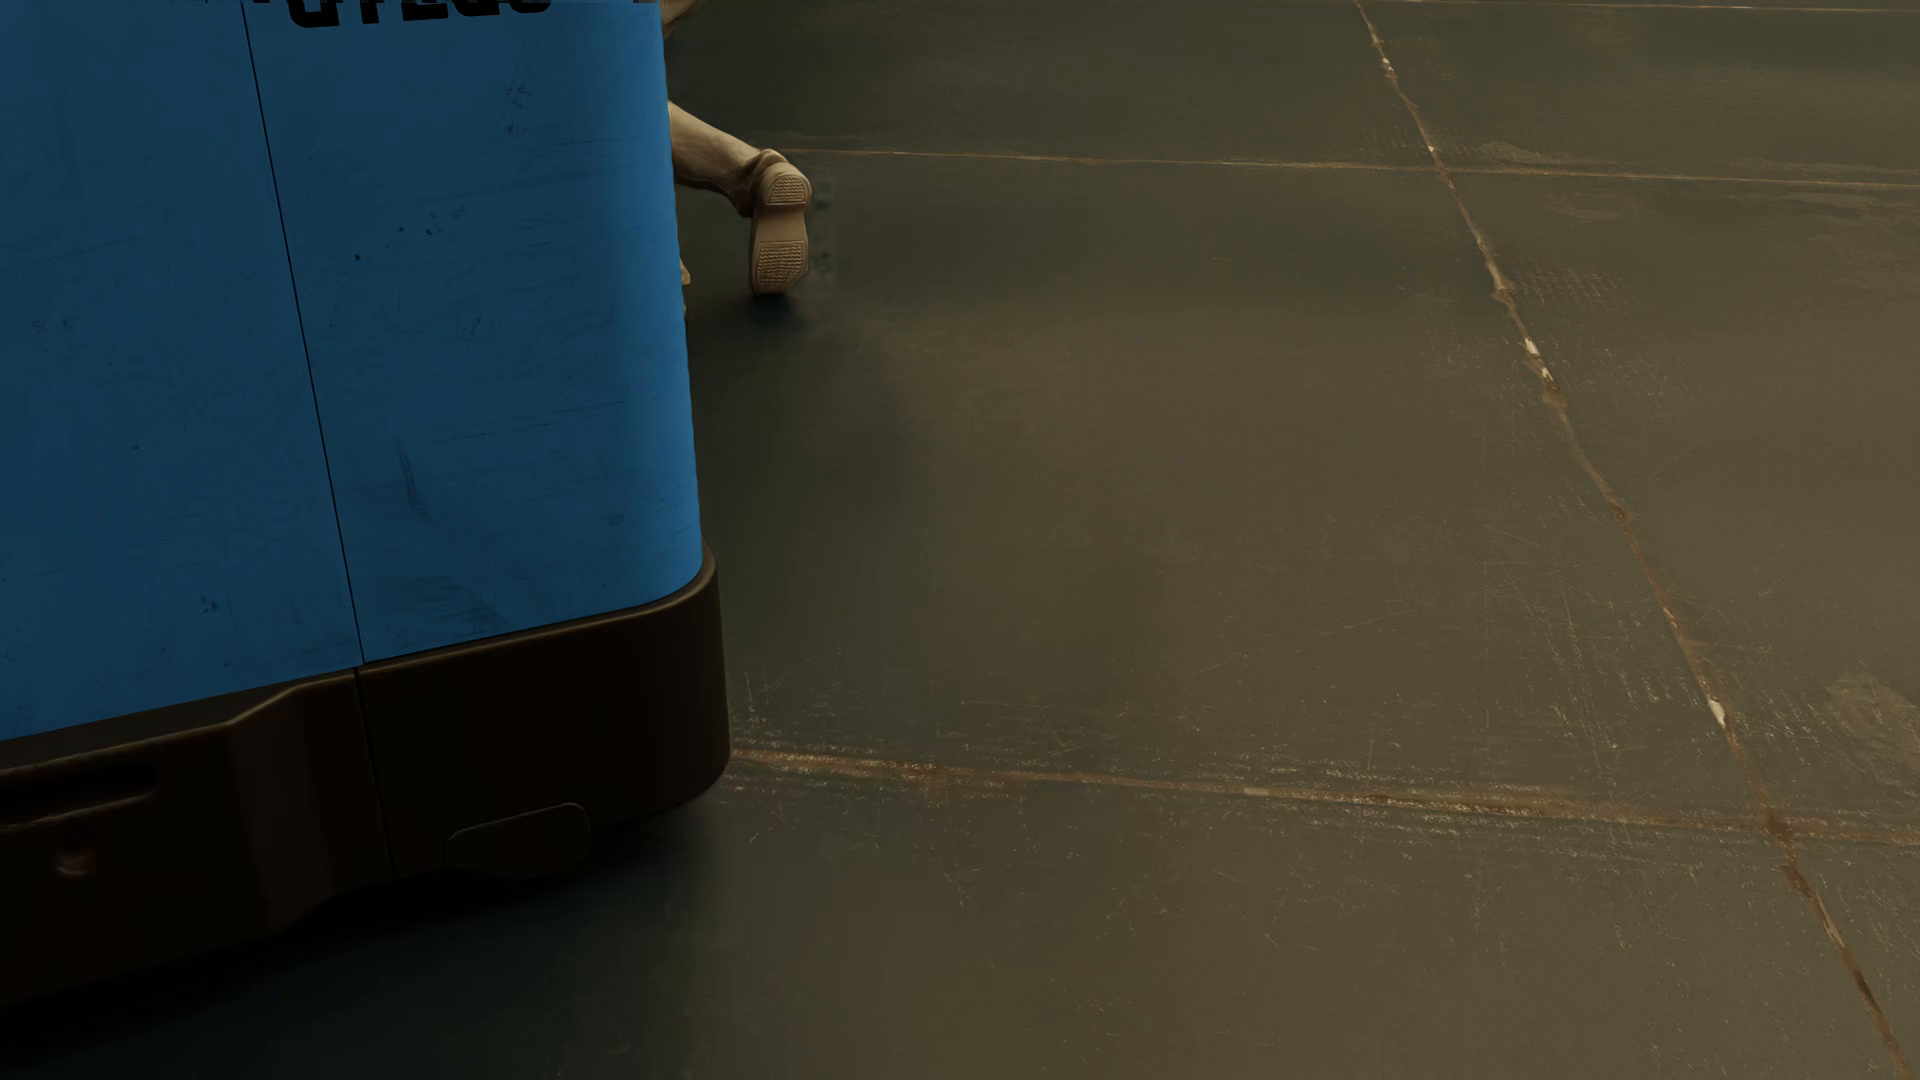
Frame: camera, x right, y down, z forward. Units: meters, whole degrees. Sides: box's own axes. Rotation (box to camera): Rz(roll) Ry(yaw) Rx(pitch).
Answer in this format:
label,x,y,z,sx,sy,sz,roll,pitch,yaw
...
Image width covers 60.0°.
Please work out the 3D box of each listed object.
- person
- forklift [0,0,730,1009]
label,x,y,z,sx,sy,sz,roll,pitch,yaw
person,-0.627,-1.179,3.147,0.644,1.555,0.872,0,27,0
forklift,-1.814,-0.902,1.024,3.031,2.935,1.130,-12,29,-23
